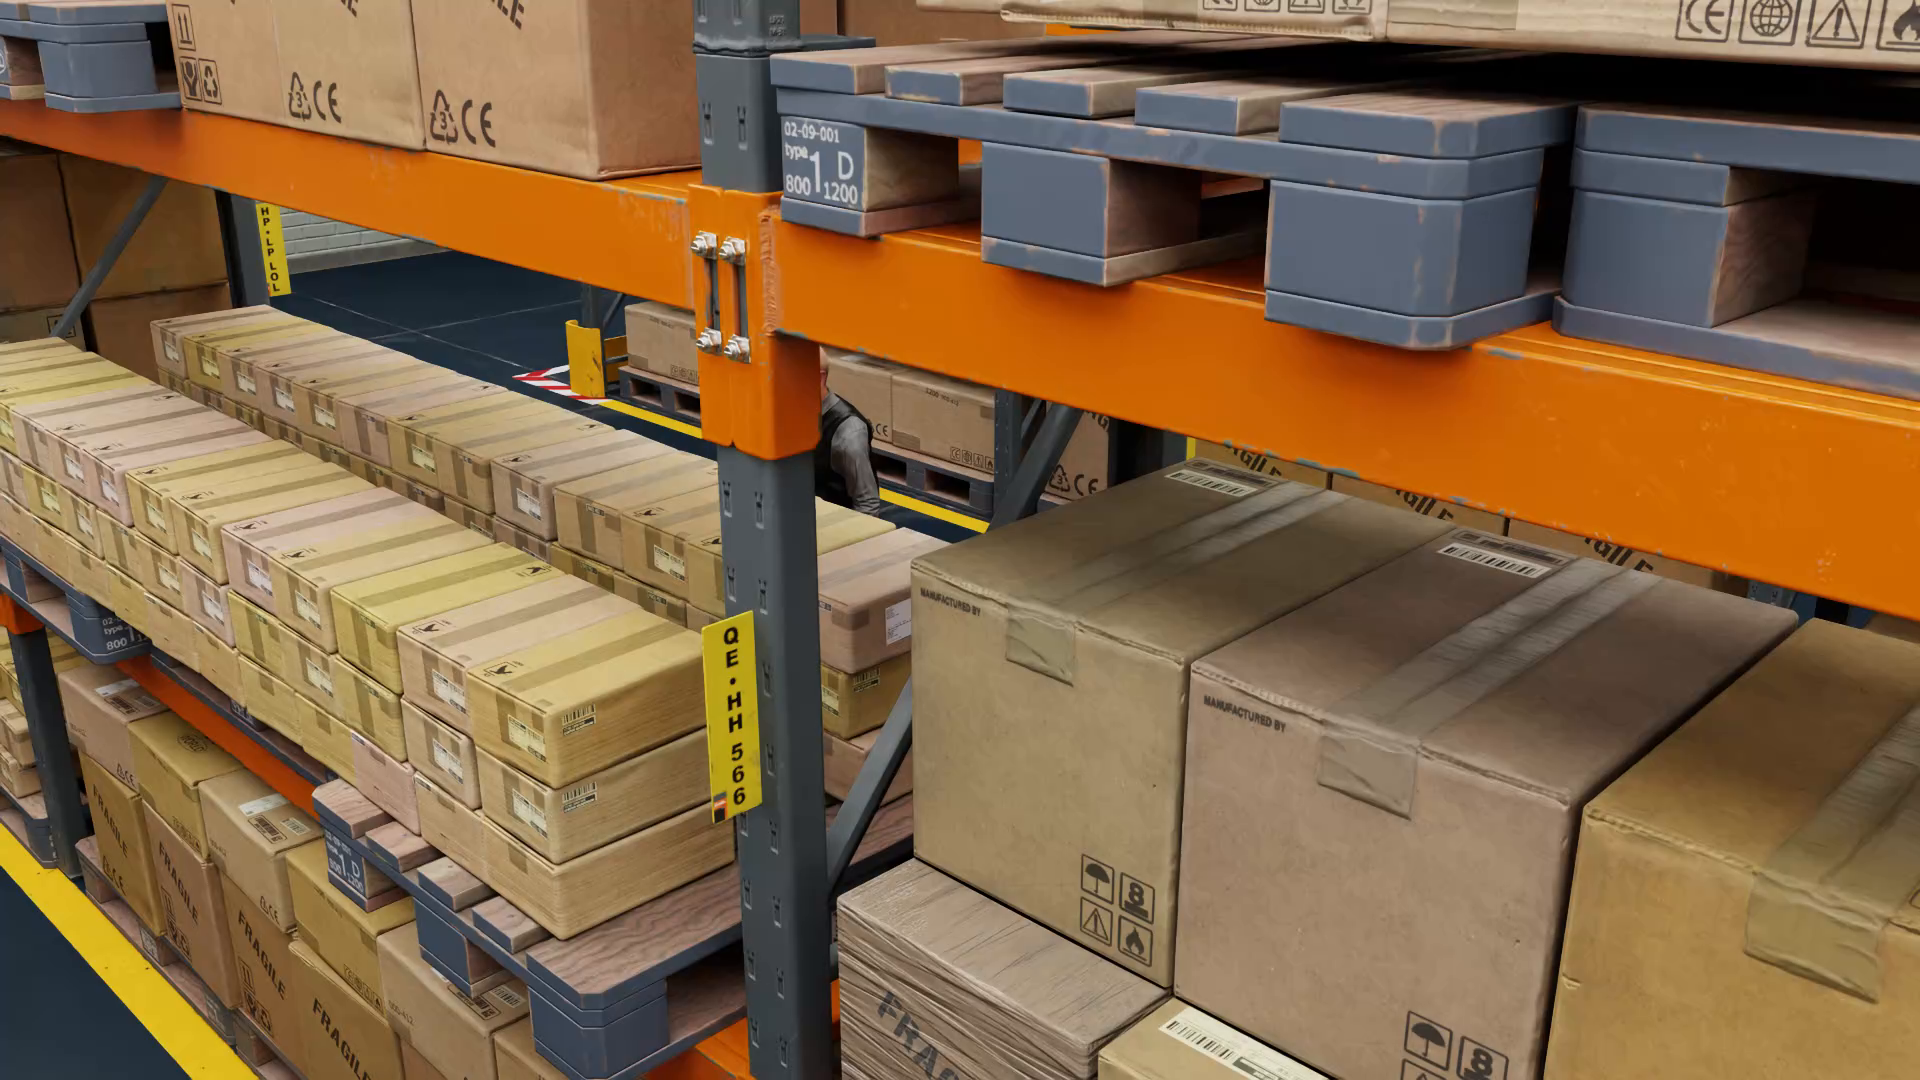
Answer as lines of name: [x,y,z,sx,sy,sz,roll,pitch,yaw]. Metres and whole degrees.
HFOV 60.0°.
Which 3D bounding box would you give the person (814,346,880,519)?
person: [-0.536,0.053,6.469,0.581,1.721,0.419,19,28,41]
